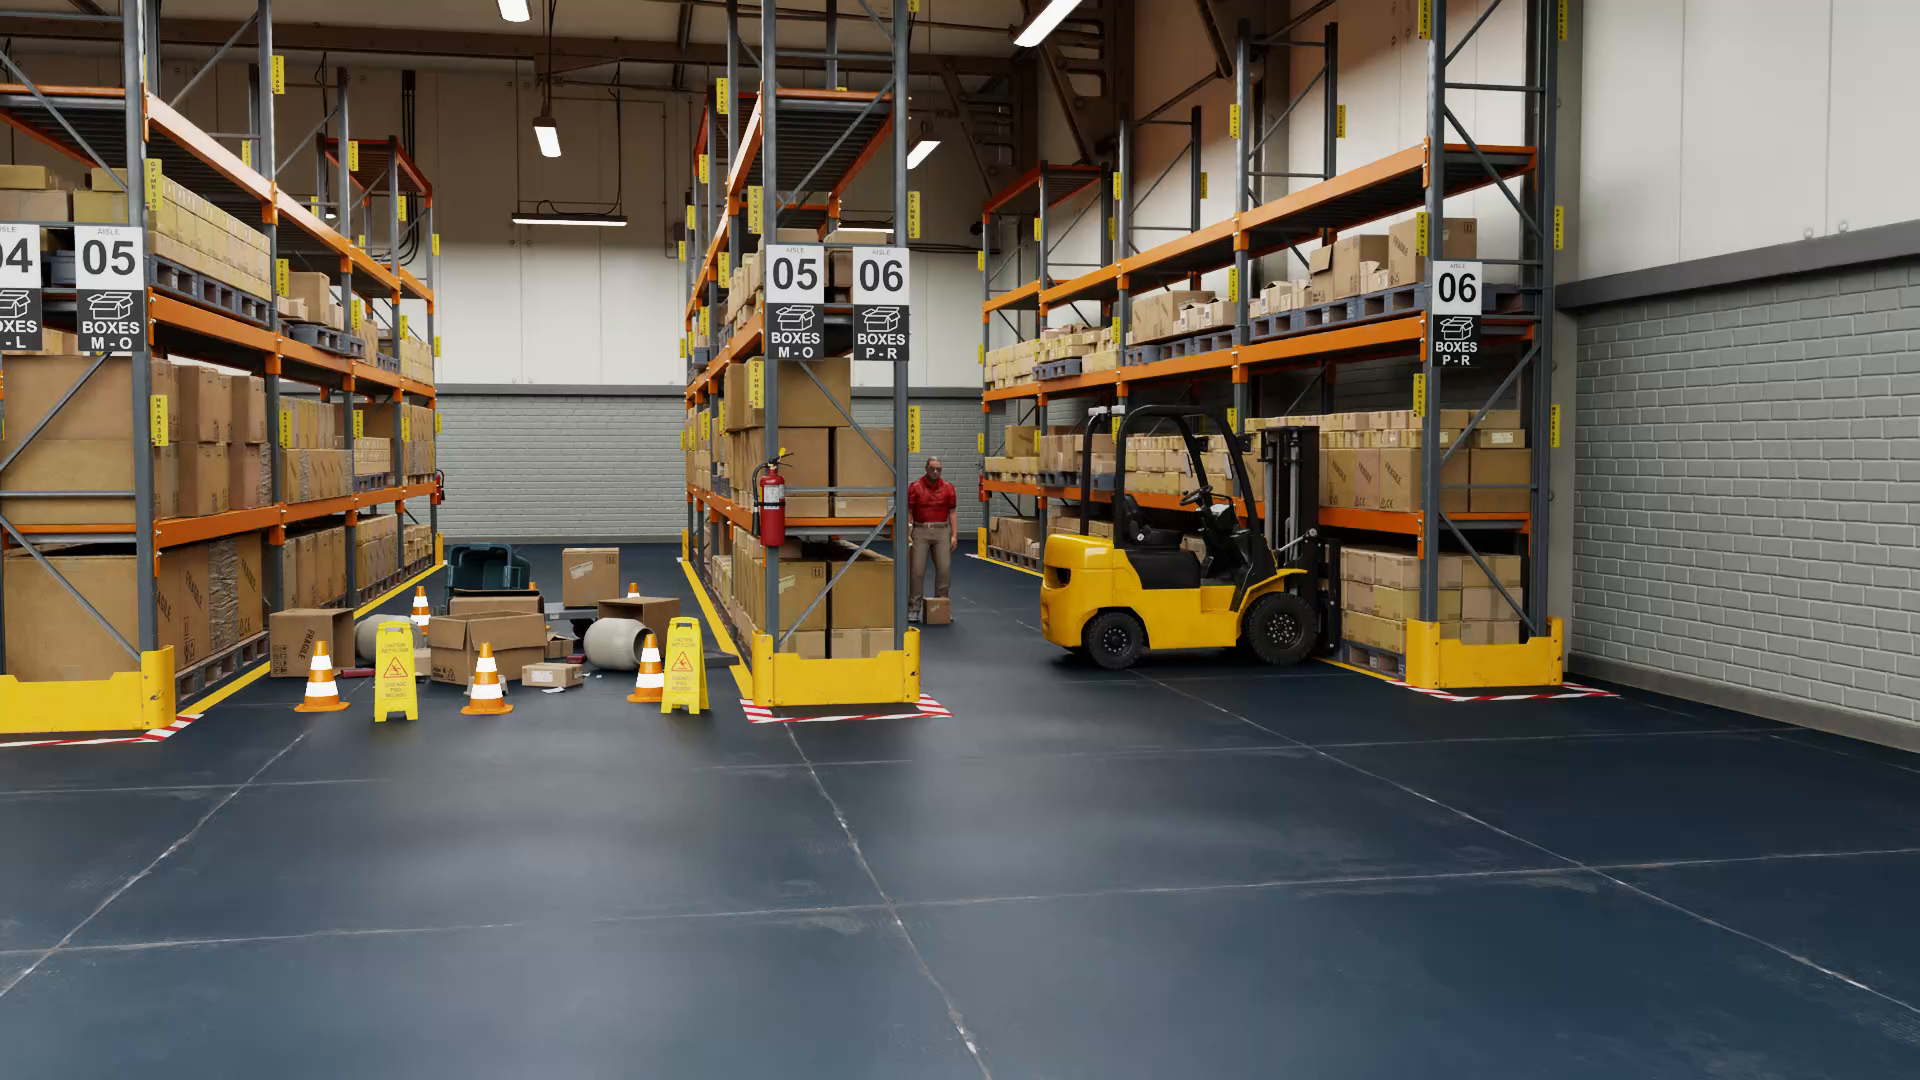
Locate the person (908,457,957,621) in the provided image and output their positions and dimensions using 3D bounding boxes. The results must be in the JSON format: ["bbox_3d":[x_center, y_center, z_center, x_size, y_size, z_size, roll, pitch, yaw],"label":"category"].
[{"bbox_3d":[-0.308,-0.015,17.524,0.584,1.726,0.399,-1,3,-12],"label":"person"}]
